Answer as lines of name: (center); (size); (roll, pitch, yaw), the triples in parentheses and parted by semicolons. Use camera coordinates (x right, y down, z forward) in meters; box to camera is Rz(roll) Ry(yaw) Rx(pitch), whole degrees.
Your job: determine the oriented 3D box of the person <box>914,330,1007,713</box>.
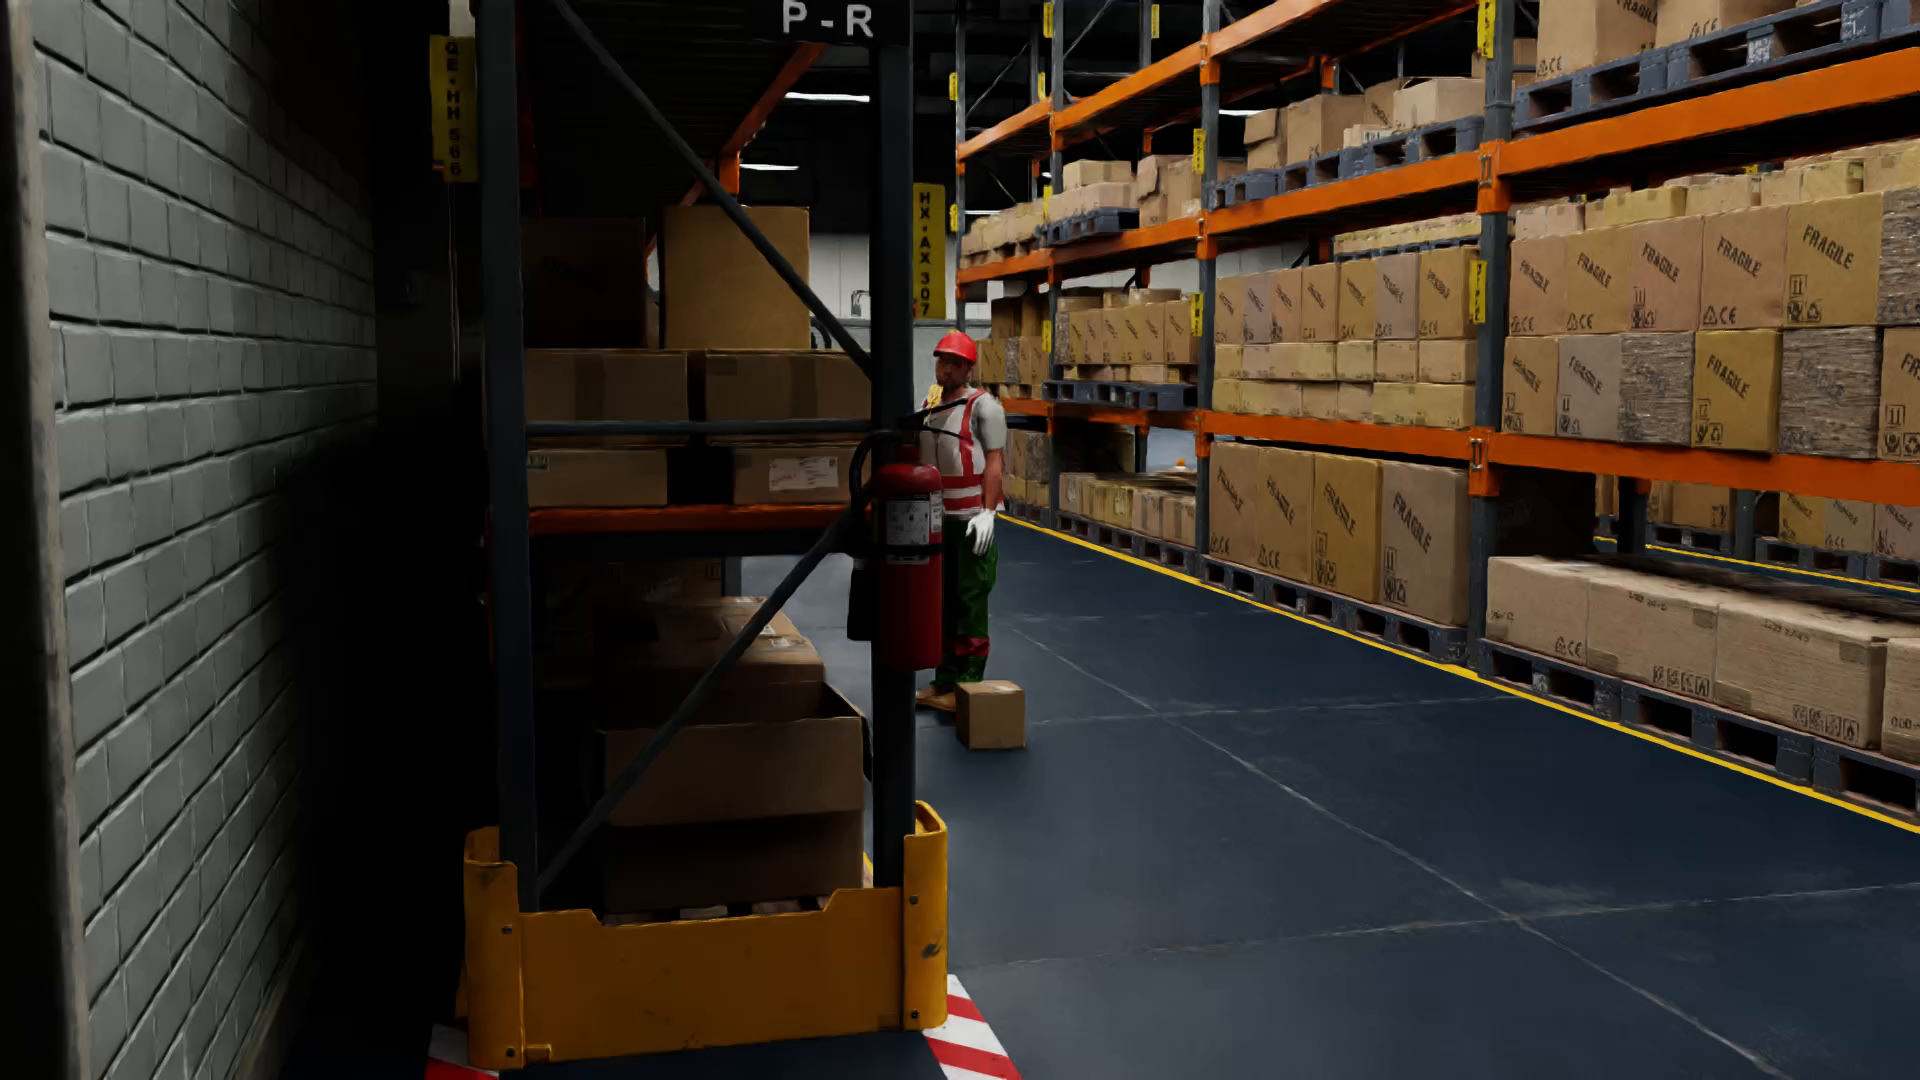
person: (-0.087, -0.085, 7.842); (0.621, 1.794, 0.510); (5, 8, 39)
